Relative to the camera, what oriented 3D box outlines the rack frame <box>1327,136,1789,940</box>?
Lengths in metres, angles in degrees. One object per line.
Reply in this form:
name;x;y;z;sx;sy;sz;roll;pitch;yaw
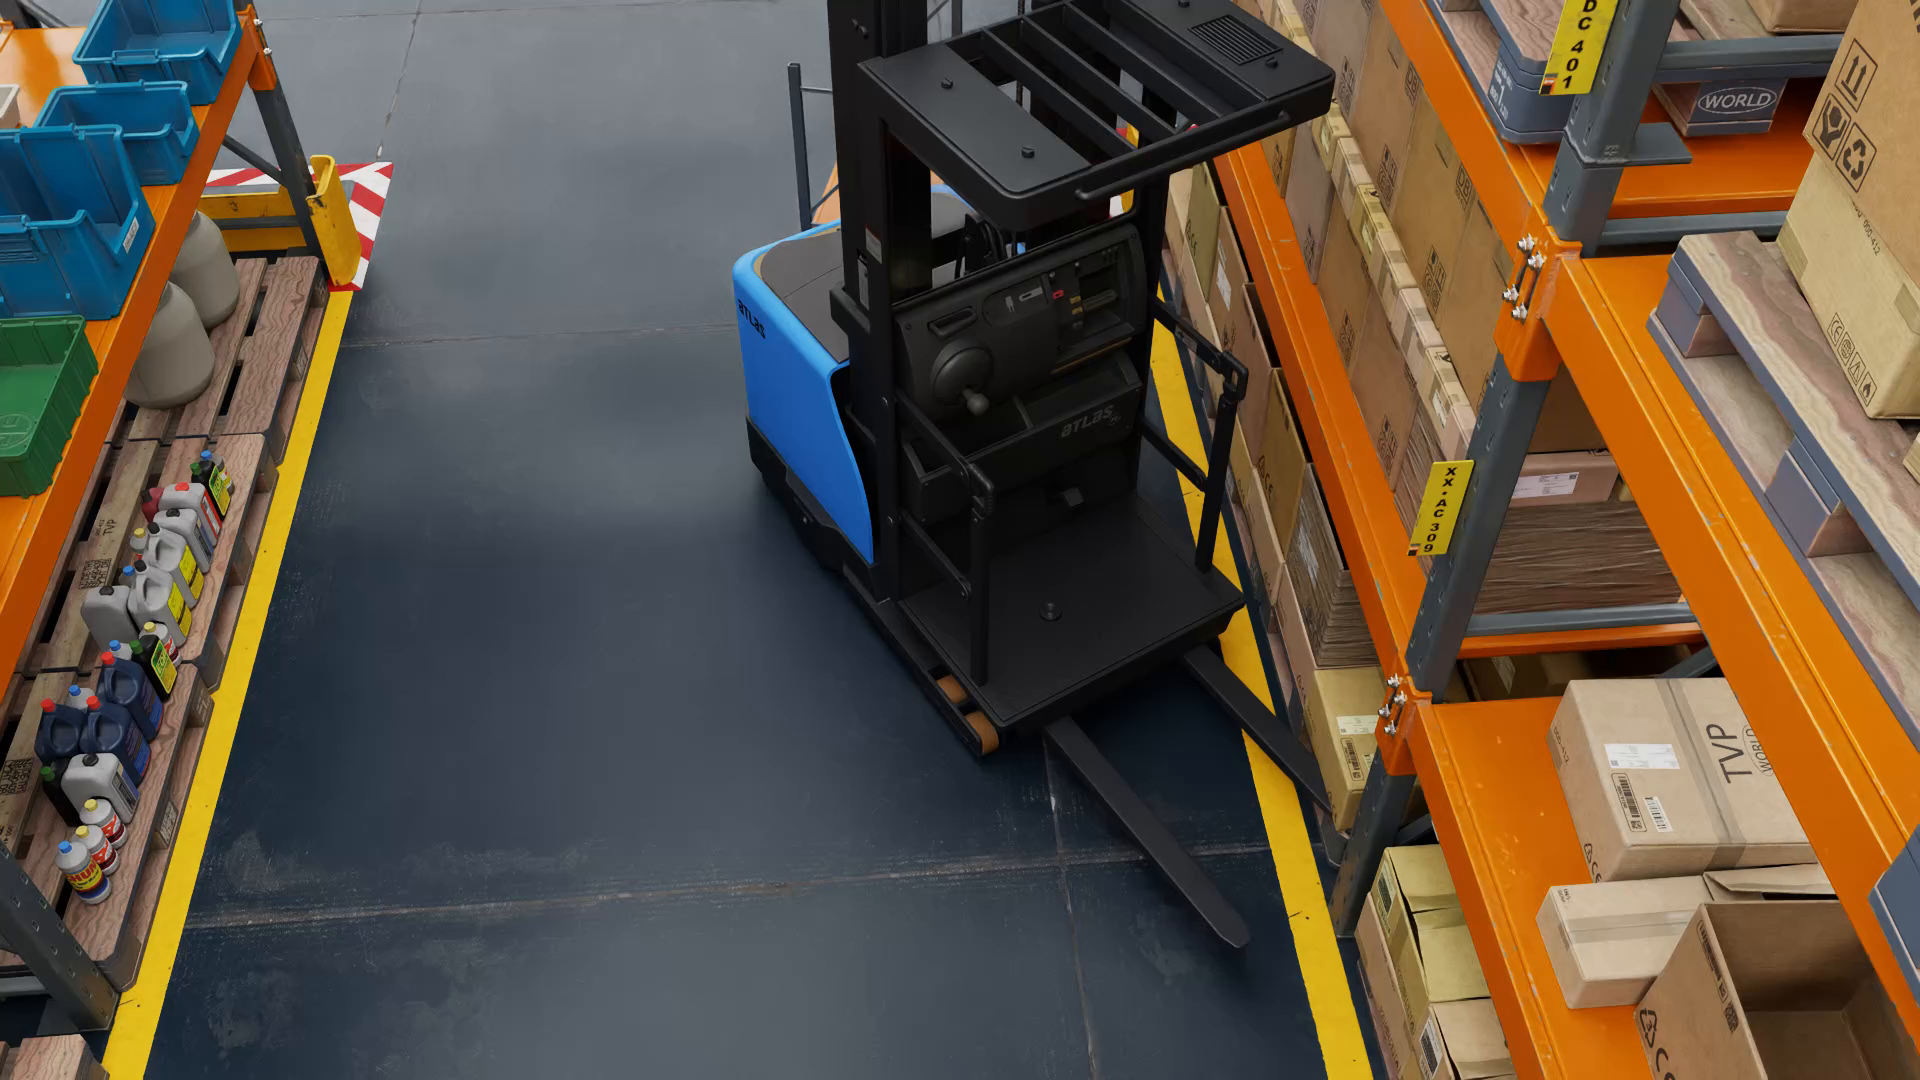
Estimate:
rack frame;1.737;0.215;4.481;1.000;3.000;0.127;-3;47;-3

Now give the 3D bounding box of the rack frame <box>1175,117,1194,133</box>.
rack frame;1.402;-2.679;7.222;1.000;3.000;0.127;-3;47;-3

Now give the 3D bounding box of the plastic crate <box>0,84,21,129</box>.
plastic crate;-3.780;-1.623;6.403;0.298;0.136;0.250;-3;47;-3

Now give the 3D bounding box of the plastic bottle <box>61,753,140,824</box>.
plastic bottle;-2.844;0.809;5.491;0.152;0.276;0.135;-2;47;-2

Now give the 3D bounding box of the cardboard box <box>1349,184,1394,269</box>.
cardboard box;1.417;-0.963;5.080;0.380;0.149;0.250;-4;47;-3

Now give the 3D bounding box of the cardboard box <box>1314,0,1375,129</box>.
cardboard box;1.567;-1.676;5.309;0.700;0.500;0.500;-3;47;-3

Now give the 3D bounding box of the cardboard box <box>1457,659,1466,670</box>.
cardboard box;1.963;0.300;6.005;0.500;0.250;0.500;-3;47;-3

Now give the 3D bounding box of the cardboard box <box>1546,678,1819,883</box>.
cardboard box;1.822;0.620;4.200;0.500;0.250;0.500;-1;47;-1

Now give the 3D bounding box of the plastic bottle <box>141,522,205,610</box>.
plastic bottle;-2.920;0.085;6.125;0.144;0.351;0.185;-2;47;-2

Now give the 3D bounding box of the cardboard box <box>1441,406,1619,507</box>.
cardboard box;1.501;-0.227;4.383;0.380;0.149;0.250;-4;47;-3

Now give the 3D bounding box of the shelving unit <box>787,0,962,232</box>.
shelving unit;-0.330;-1.649;7.279;0.587;1.500;1.083;7;47;7

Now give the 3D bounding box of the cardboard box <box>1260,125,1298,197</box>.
cardboard box;1.513;-1.636;6.165;0.700;0.500;0.500;-3;47;-3

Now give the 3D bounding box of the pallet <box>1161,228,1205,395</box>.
pallet;1.508;-1.170;7.713;1.003;0.211;1.213;-3;47;-3

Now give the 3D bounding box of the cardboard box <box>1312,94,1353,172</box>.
cardboard box;1.371;-1.337;5.435;0.380;0.149;0.250;-2;47;-2

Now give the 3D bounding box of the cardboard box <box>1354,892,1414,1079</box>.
cardboard box;1.524;1.323;5.036;0.500;0.250;0.500;-5;47;-4

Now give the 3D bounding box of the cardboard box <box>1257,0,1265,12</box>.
cardboard box;1.284;-2.086;6.144;0.380;0.149;0.250;-4;47;-4

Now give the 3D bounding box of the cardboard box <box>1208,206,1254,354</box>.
cardboard box;1.324;-1.012;6.731;0.500;0.500;0.500;-3;47;-3

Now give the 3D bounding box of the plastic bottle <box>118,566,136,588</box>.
plastic bottle;-3.037;0.175;6.143;0.097;0.201;0.097;0;47;0

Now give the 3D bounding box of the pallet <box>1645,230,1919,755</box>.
pallet;1.824;-0.114;2.858;0.805;0.209;1.217;-5;47;-5

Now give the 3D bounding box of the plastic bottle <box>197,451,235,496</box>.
plastic bottle;-2.944;-0.268;6.562;0.097;0.201;0.097;0;47;0

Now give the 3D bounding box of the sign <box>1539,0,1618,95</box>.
sign;1.184;-0.987;3.142;0.100;0.325;0.005;-3;47;-3

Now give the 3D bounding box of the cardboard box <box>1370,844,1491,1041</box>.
cardboard box;1.523;1.137;4.826;0.500;0.311;0.500;-3;47;-3

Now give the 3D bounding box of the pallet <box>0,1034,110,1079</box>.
pallet;-3.095;2.038;4.675;1.003;0.211;1.213;-3;47;-3

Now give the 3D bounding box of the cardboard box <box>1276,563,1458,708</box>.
cardboard box;1.448;0.331;5.975;0.500;0.250;0.500;-3;47;-3

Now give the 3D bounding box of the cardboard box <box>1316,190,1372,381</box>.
cardboard box;1.605;-0.885;5.453;0.700;0.500;0.500;-3;47;-3

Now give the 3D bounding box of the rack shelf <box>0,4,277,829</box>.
rack shelf;-3.367;-0.687;5.830;1.077;0.370;4.000;-3;47;-3

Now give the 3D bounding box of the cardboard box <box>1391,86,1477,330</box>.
cardboard box;1.650;-0.952;4.623;0.700;0.500;0.500;-4;47;-3

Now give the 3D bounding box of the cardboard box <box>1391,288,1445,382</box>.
cardboard box;1.458;-0.595;4.732;0.380;0.149;0.250;-5;47;-4

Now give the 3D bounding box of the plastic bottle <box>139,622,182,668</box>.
plastic bottle;-2.870;0.372;5.956;0.097;0.201;0.097;0;47;0

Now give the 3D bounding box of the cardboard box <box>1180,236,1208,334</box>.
cardboard box;1.271;-1.115;7.345;0.500;0.250;0.500;-3;47;-3

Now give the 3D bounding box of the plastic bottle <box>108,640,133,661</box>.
plastic bottle;-2.919;0.450;5.834;0.097;0.271;0.097;0;47;0

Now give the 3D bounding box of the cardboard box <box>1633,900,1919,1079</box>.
cardboard box;1.829;1.118;3.556;0.500;0.500;0.500;0;47;0

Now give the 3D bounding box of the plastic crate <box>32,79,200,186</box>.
plastic crate;-3.145;-1.516;6.222;0.499;0.251;0.408;-3;47;-3

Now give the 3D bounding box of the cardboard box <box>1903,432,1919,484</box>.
cardboard box;1.828;-0.066;2.495;0.500;0.250;0.500;-8;47;-7

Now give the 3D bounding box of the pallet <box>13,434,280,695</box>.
pallet;-3.319;0.099;6.511;1.003;0.211;1.213;-3;47;-3

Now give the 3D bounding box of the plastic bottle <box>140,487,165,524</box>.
plastic bottle;-3.056;-0.105;6.352;0.061;0.283;0.133;-3;47;-3

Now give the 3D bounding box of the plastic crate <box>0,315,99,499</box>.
plastic crate;-3.032;-0.413;5.222;0.450;0.188;0.662;-3;47;-3

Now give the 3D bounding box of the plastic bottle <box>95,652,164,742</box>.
plastic bottle;-2.869;0.527;5.707;0.144;0.351;0.185;-5;47;-5

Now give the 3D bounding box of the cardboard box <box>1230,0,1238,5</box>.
cardboard box;1.428;-2.375;6.865;0.700;0.500;0.500;-3;47;-3

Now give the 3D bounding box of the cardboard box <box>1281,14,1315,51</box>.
cardboard box;1.330;-1.708;5.786;0.380;0.149;0.250;-4;47;-4

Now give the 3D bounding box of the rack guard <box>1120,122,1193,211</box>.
rack guard;1.400;-1.837;8.146;1.175;0.500;0.348;-3;47;-3

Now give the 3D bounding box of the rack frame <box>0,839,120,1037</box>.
rack frame;-3.199;0.513;4.198;1.000;3.000;0.127;-3;47;-3

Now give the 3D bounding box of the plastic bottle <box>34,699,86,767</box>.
plastic bottle;-2.997;0.672;5.569;0.144;0.351;0.185;-3;47;-3

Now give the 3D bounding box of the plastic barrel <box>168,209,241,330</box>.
plastic barrel;-3.403;-1.199;7.243;0.421;0.512;0.421;0;47;0

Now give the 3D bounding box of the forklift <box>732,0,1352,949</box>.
forklift;0.338;-0.625;5.323;1.130;2.935;3.031;-25;51;-22

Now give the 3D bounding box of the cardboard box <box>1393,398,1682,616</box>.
cardboard box;1.694;-0.140;4.748;0.700;0.500;0.500;-5;47;-4

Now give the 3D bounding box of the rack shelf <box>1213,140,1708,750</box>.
rack shelf;1.570;-0.985;6.112;1.077;0.370;4.000;-3;47;-3

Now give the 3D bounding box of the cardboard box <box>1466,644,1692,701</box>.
cardboard box;2.010;0.403;5.390;0.500;0.500;0.500;-3;47;-3

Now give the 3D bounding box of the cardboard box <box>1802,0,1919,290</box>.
cardboard box;1.749;-0.719;2.597;0.500;0.500;0.500;-3;47;-3

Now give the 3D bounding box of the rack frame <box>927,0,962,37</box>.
rack frame;-0.238;-2.019;7.629;0.500;1.500;0.032;7;47;7

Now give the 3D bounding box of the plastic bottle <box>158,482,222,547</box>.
plastic bottle;-2.950;-0.110;6.361;0.152;0.276;0.135;-3;47;-3

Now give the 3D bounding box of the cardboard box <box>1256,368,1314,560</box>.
cardboard box;1.404;-0.288;6.045;0.500;0.500;0.500;-3;47;-3

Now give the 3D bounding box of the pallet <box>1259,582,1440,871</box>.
pallet;1.712;0.595;6.041;1.003;0.211;1.213;-3;47;-3

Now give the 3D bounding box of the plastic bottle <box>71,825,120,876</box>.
plastic bottle;-2.798;0.993;5.368;0.097;0.201;0.097;0;47;0

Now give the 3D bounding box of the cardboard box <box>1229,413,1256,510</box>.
cardboard box;1.349;-0.391;6.659;0.500;0.250;0.500;-3;47;-3

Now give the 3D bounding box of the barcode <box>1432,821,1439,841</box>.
barcode;1.343;0.803;4.681;0.001;0.075;0.075;-3;47;-3
